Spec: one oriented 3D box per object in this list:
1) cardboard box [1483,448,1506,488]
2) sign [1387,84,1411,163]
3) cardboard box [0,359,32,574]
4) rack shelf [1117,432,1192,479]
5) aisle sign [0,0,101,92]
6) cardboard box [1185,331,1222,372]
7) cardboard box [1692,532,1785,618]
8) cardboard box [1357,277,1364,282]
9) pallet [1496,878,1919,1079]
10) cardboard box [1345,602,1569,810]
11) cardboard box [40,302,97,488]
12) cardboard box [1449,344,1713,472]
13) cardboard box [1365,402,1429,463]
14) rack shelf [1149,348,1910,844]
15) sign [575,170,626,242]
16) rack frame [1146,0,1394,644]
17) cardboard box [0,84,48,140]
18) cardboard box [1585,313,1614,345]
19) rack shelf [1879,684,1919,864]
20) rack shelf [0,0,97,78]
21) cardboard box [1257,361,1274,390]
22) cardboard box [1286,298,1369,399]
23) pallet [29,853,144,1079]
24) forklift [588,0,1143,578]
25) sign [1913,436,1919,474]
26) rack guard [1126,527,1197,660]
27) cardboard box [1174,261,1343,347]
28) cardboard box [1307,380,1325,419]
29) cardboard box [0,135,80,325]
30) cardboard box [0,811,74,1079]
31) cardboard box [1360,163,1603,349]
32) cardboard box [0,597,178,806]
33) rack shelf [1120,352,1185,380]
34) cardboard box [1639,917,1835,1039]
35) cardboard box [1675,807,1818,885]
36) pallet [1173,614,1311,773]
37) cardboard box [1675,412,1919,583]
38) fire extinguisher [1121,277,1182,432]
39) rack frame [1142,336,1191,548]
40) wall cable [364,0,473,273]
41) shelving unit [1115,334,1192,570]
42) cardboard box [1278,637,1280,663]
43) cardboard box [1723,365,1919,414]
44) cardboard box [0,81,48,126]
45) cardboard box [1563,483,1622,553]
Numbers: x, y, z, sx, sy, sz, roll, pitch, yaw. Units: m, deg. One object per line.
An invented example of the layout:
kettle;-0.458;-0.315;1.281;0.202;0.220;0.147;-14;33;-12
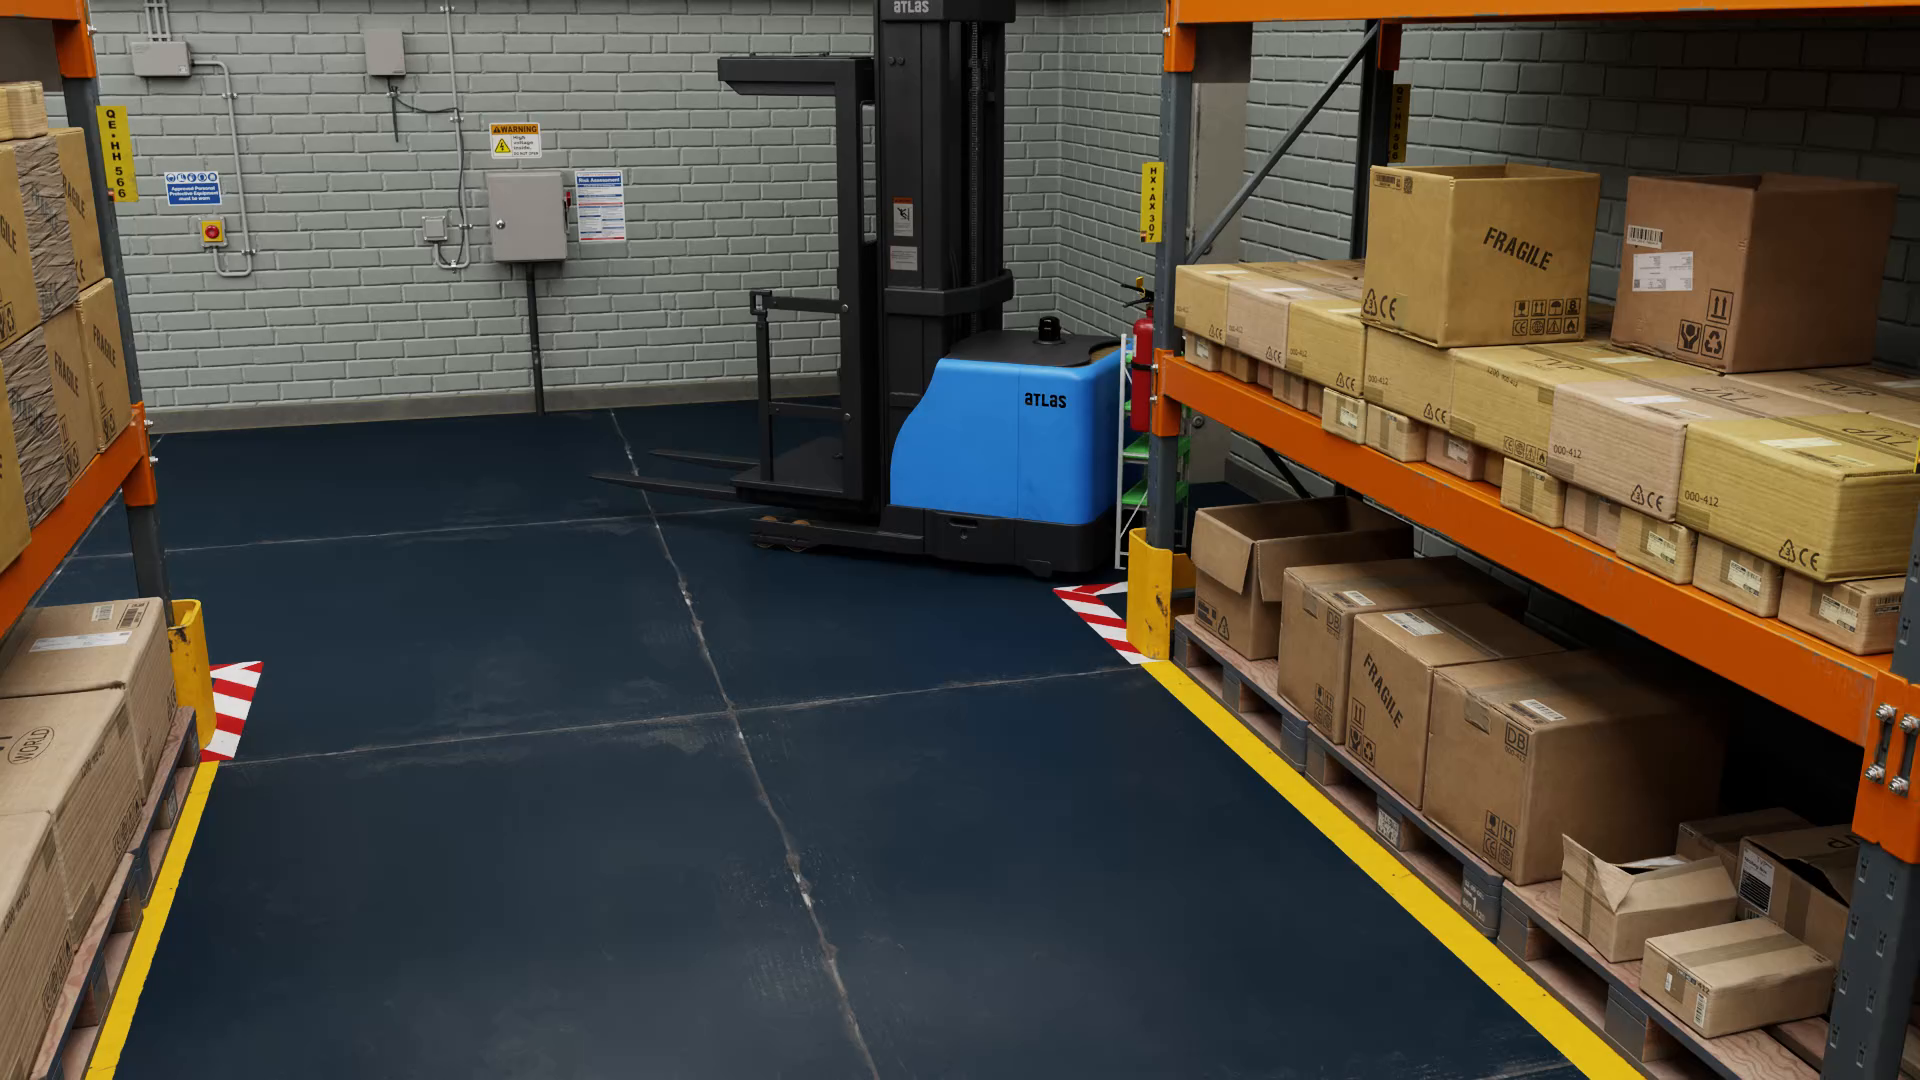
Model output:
cardboard box;1.795;-0.230;4.941;0.380;0.149;0.250;-4;17;-14
sign;1.859;-1.769;7.066;0.100;0.325;0.005;-5;17;-15
cardboard box;-2.636;-0.144;4.042;0.500;0.500;0.500;-4;17;-14
rack shelf;0.995;-0.422;8.494;0.258;0.148;0.480;7;18;21
aisle sign;-3.174;-1.921;5.615;0.394;0.787;0.004;-5;17;-15
cardboard box;1.146;-0.792;6.812;0.380;0.149;0.250;-5;17;-16
cardboard box;1.996;0.063;3.965;0.380;0.149;0.250;-4;17;-14
cardboard box;1.842;-0.847;6.300;0.500;0.250;0.500;-5;17;-15
pallet;2.231;1.227;4.501;1.003;0.211;1.213;-5;17;-15
cardboard box;1.643;0.541;5.551;0.500;0.500;0.500;-4;17;-14
cardboard box;-2.941;-0.427;4.986;0.500;0.500;0.500;-5;17;-16
cardboard box;1.768;-0.387;4.771;0.500;0.250;0.500;-5;17;-16
cardboard box;1.544;-0.361;5.375;0.380;0.149;0.250;-4;17;-14
rack shelf;1.869;-0.127;5.412;1.077;0.370;4.000;-5;17;-15
sign;-2.546;-2.366;11.780;0.329;0.494;0.001;-5;17;-15
rack frame;1.320;-1.025;7.151;1.000;3.000;0.127;-5;17;-15
cardboard box;-2.916;-1.253;4.868;0.380;0.149;0.250;-5;17;-16
cardboard box;2.117;-0.565;5.362;0.500;0.250;0.500;-5;17;-15
rack shelf;2.968;0.979;1.729;1.077;0.370;4.000;-5;17;-15
rack shelf;-2.902;-1.170;3.671;1.077;0.370;4.000;-5;17;-15
cardboard box;1.366;-0.656;6.357;0.380;0.149;0.250;-5;17;-16
cardboard box;1.466;-0.670;5.711;0.500;0.250;0.500;-5;17;-16
pallet;-2.825;1.256;4.405;1.003;0.211;1.213;-5;17;-15
forklift;-0.577;-1.473;8.760;3.031;2.935;1.130;7;18;22
sign;1.899;-0.288;3.193;0.100;0.325;0.005;-5;17;-15
rack guard;1.340;0.193;7.440;1.175;0.500;0.348;-5;17;-15
cardboard box;1.185;-0.949;6.641;0.500;0.250;0.500;-5;17;-15
cardboard box;1.455;-0.508;5.865;0.380;0.149;0.250;-4;17;-14
cardboard box;-2.919;-0.902;4.828;0.500;0.500;0.500;-5;17;-15
cardboard box;-2.669;1.071;3.896;0.875;0.438;0.875;-5;17;-17
cardboard box;1.598;-0.893;5.152;0.500;0.500;0.500;-4;17;-14
cardboard box;-3.174;0.569;5.567;0.875;0.438;0.875;-5;18;-17
rack shelf;0.995;-0.882;8.356;0.258;0.148;0.480;7;18;21
cardboard box;1.983;1.115;4.253;0.380;0.149;0.250;-5;18;-17
cardboard box;2.345;0.924;4.887;0.380;0.149;0.250;-5;17;-16
pallet;1.560;0.552;6.748;1.003;0.211;1.213;-5;17;-15
cardboard box;2.044;-0.111;3.851;0.500;0.250;0.500;-4;17;-14
fire extinguisher;0.835;-0.814;7.229;0.296;0.674;0.183;-5;17;-15
rack frame;1.087;-0.549;8.693;0.240;1.200;0.015;7;18;21
wall cable;-3.664;-2.791;11.265;0.588;1.984;0.122;-5;17;-15
shelving unit;0.995;-0.483;8.476;0.258;1.200;0.503;7;18;21
cardboard box;1.476;0.436;6.511;0.380;0.149;0.250;-5;18;-17
cardboard box;2.398;-0.286;4.433;0.500;0.250;0.500;-5;17;-16
cardboard box;-3.161;-1.386;5.311;0.380;0.149;0.250;-4;17;-15
cardboard box;1.855;-0.082;4.446;0.380;0.149;0.250;-4;17;-14
